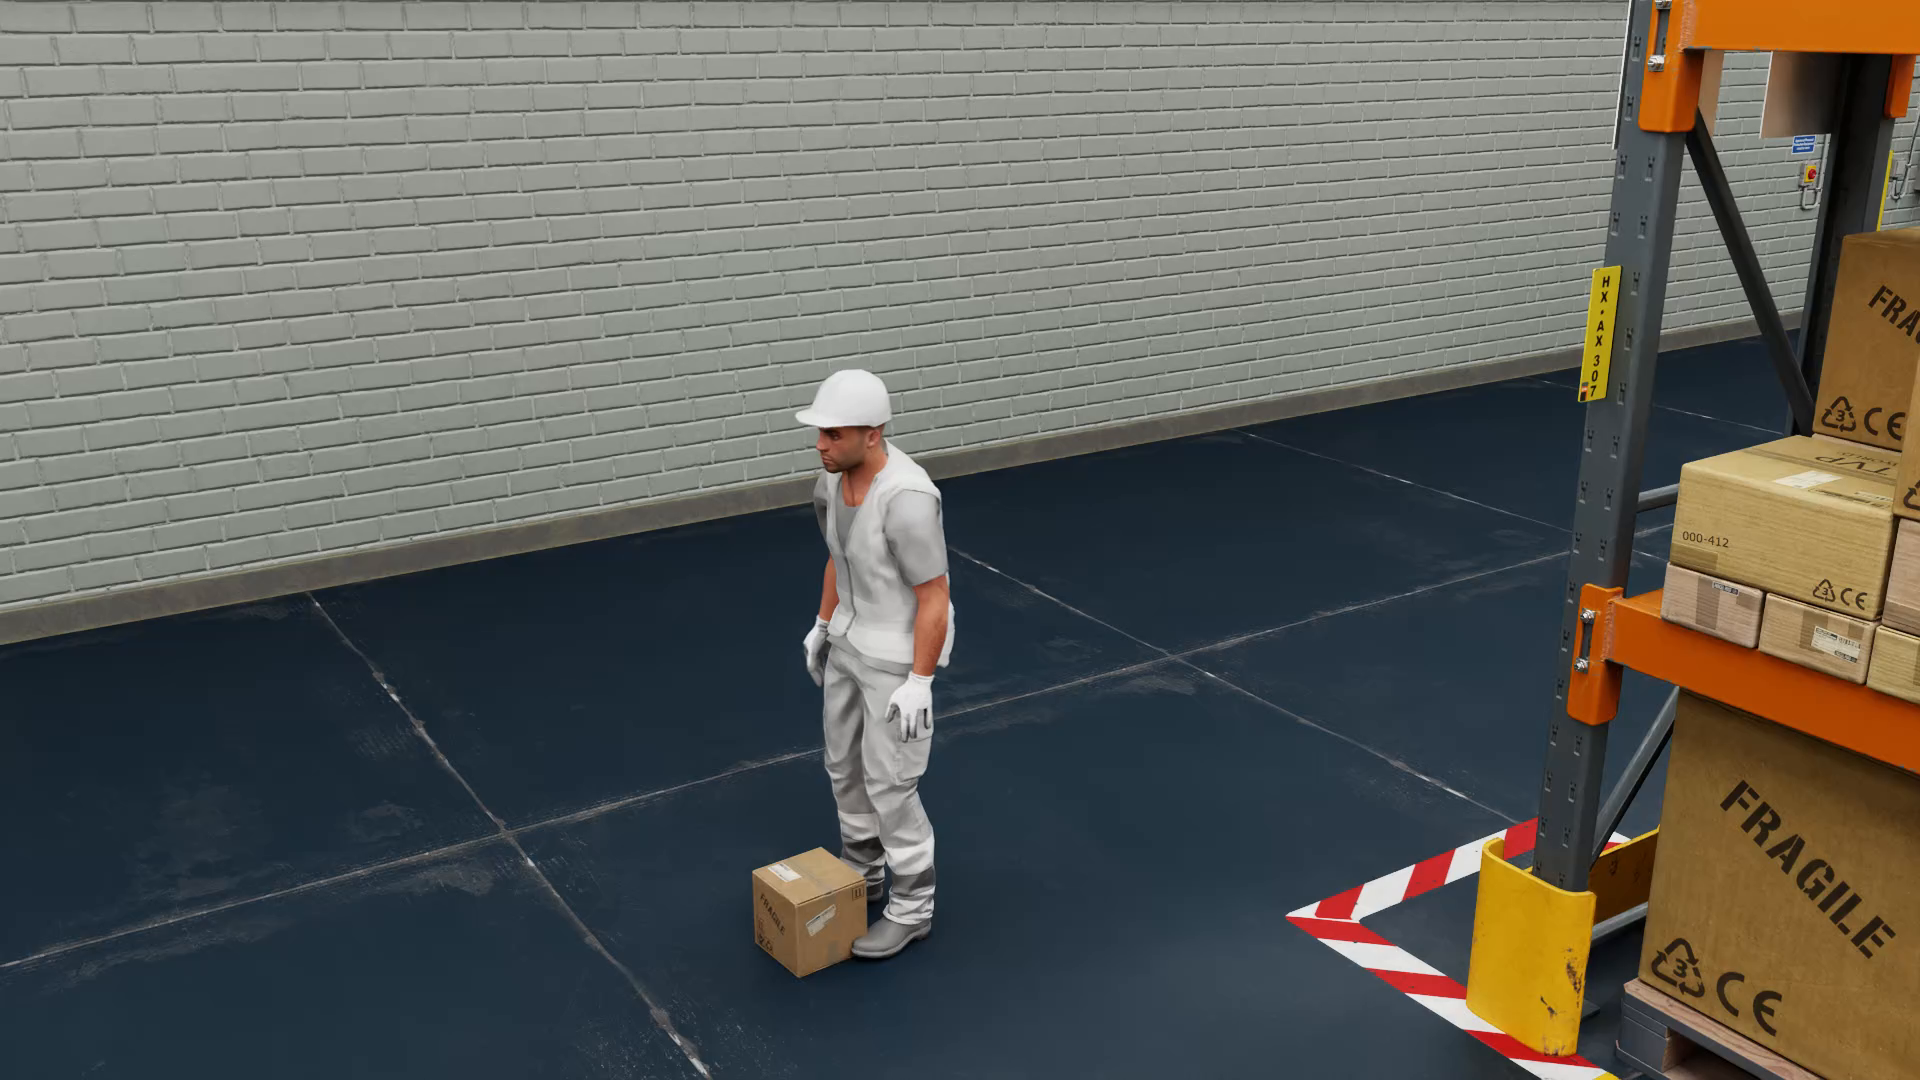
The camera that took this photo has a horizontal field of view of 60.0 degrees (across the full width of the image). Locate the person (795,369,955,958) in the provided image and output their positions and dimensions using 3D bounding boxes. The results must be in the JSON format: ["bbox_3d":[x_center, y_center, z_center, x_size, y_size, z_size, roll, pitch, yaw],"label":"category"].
[{"bbox_3d":[-0.264,0.361,4.912,0.456,1.778,0.617,-12,21,-32],"label":"person"}]
